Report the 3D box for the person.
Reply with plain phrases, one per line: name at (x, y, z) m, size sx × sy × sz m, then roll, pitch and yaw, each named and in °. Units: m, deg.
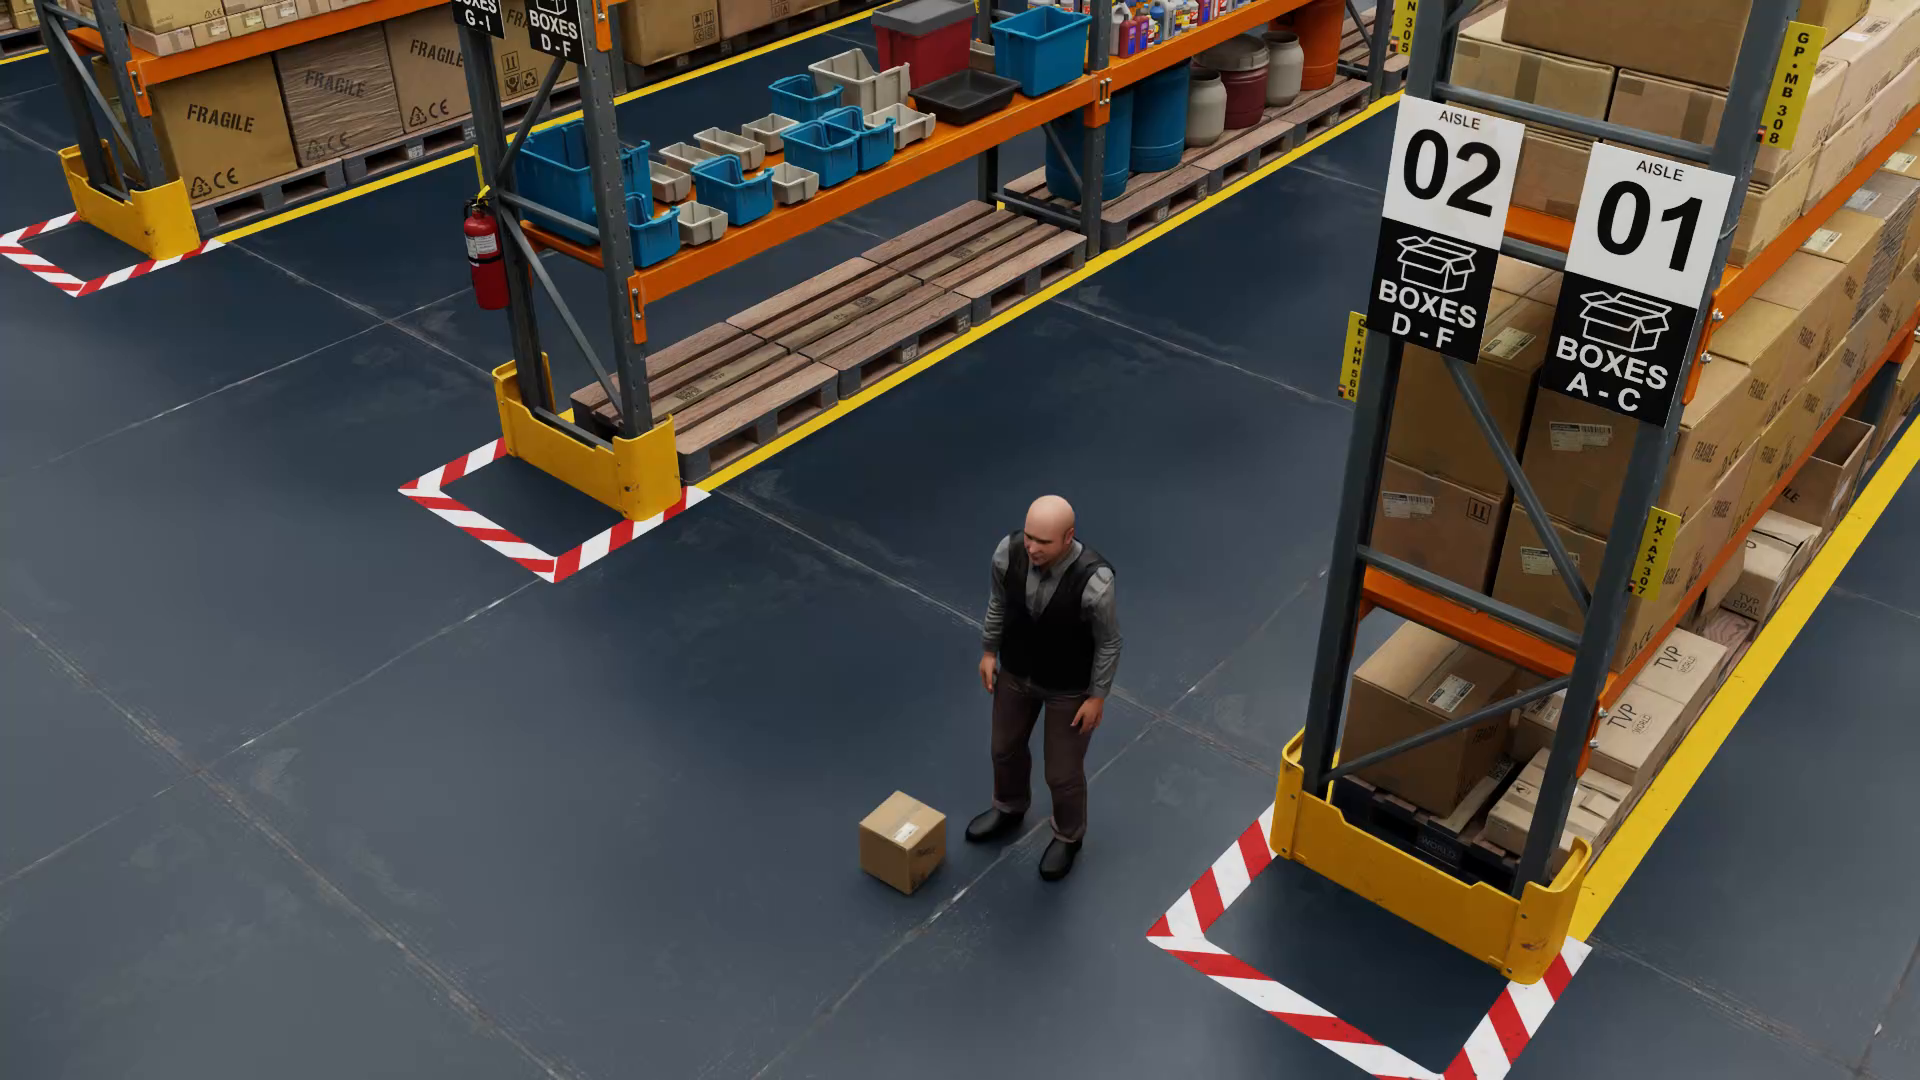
person at (0.346, 0.526, 6.409) m, size 0.571 × 1.721 × 0.421 m, roll 22°, pitch 40°, yaw 29°
